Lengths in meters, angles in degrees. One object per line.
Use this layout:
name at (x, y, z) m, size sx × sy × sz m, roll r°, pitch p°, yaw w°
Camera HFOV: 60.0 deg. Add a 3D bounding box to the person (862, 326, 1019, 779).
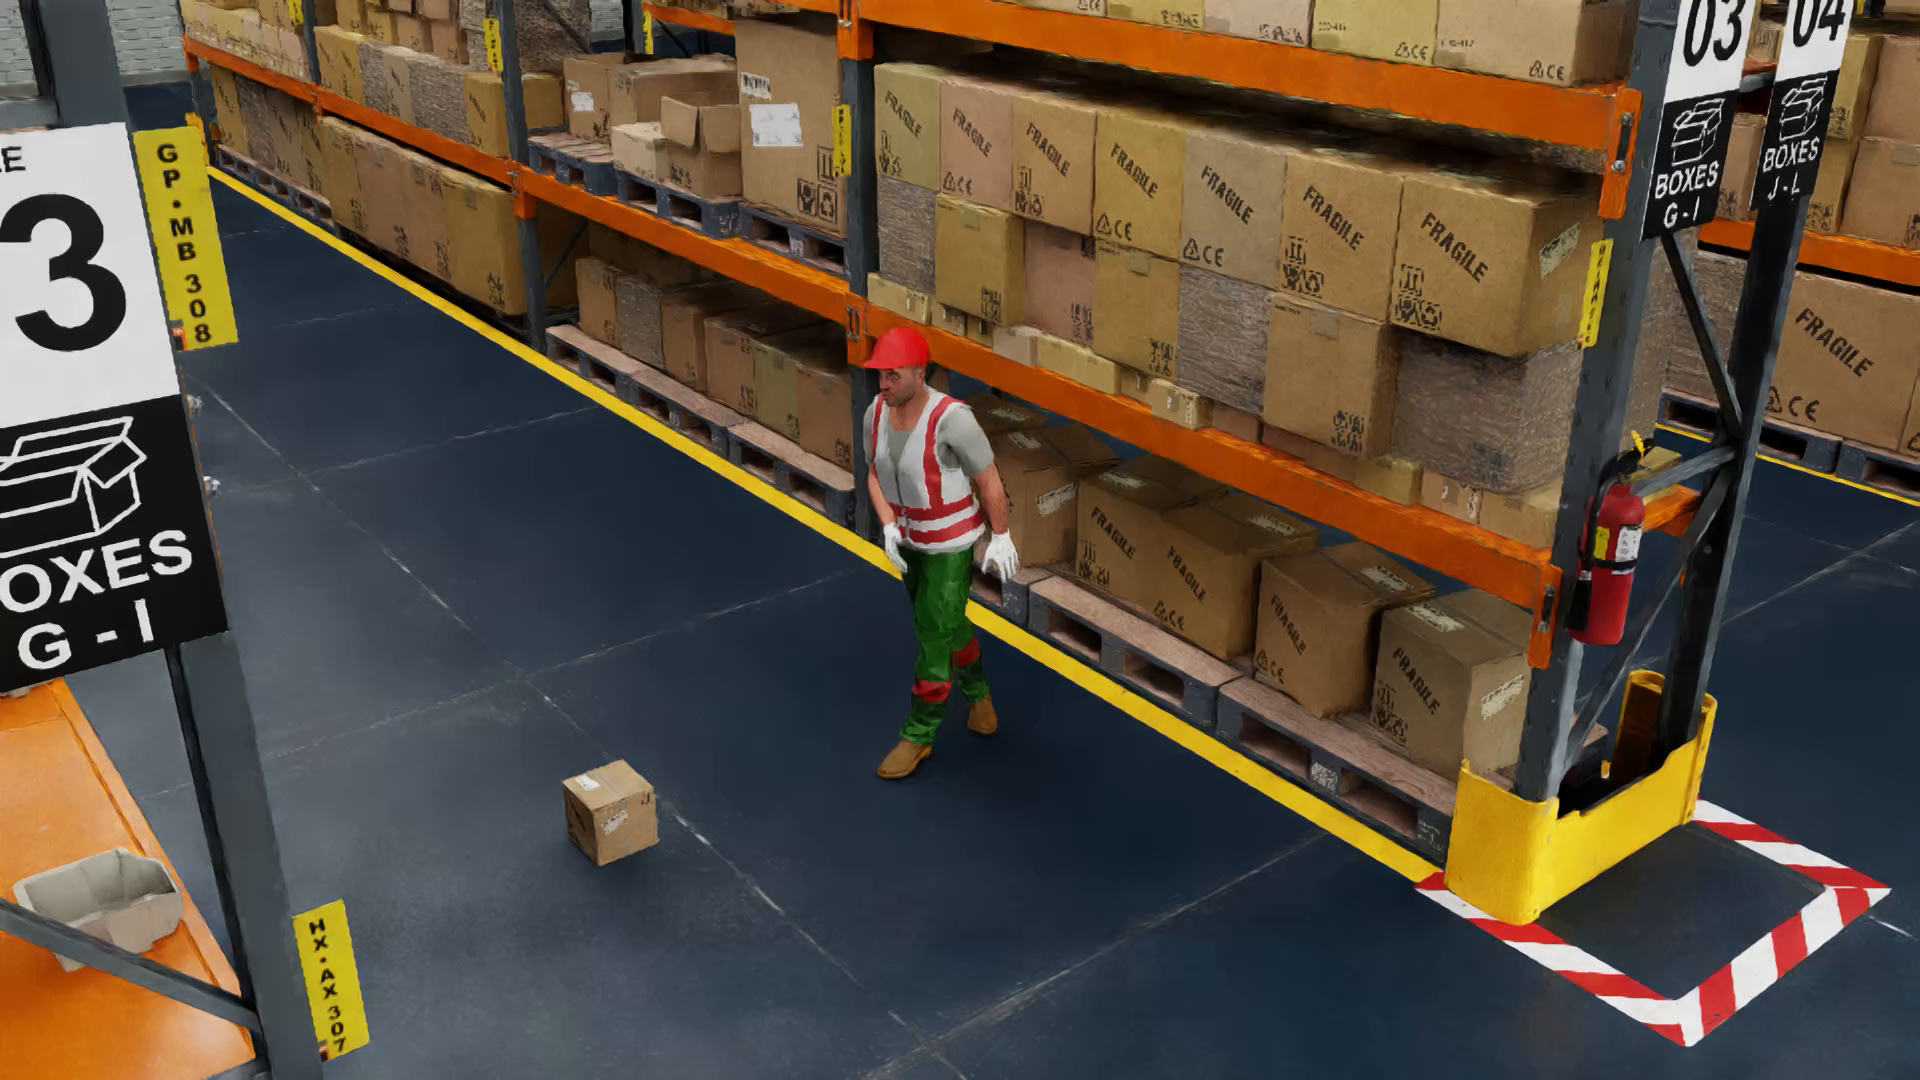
person at (-0.115, 0.020, 6.514) m, size 0.603 × 1.772 × 0.721 m, roll 22°, pitch 32°, yaw 39°
